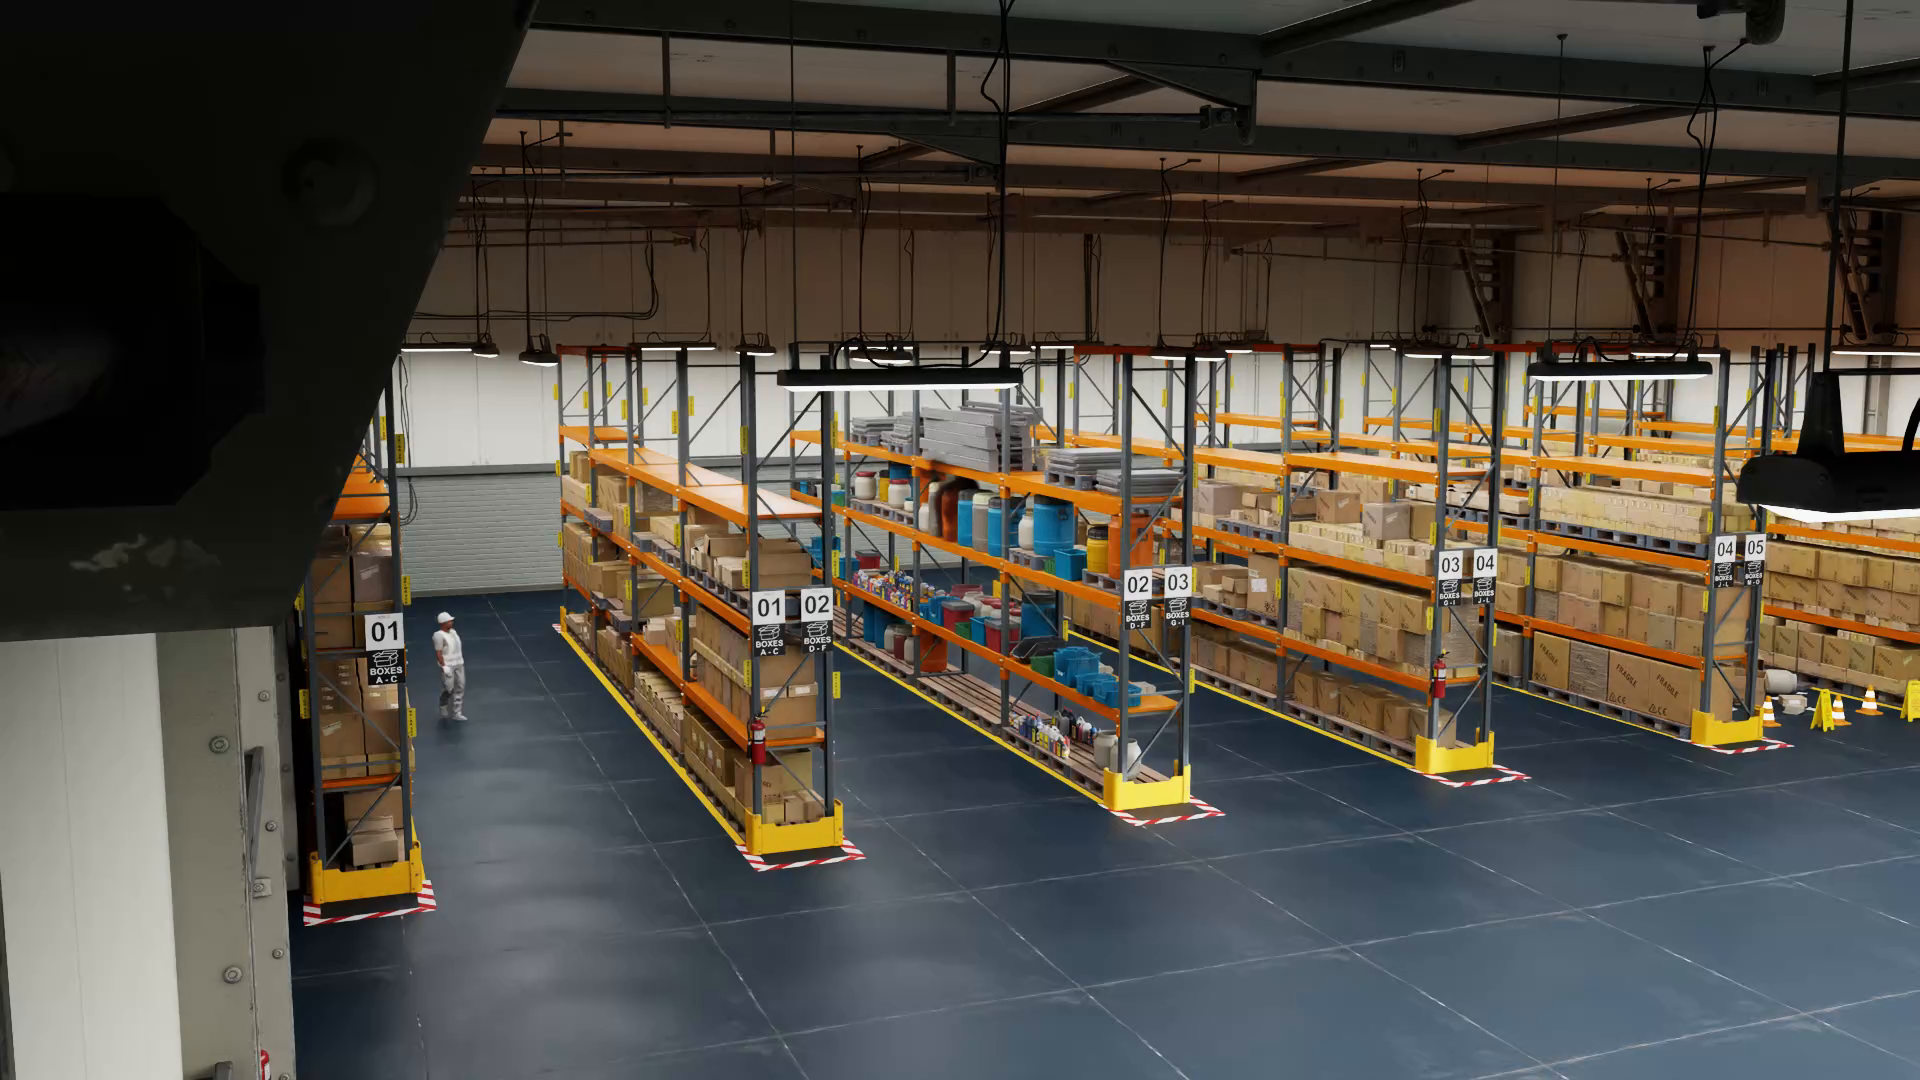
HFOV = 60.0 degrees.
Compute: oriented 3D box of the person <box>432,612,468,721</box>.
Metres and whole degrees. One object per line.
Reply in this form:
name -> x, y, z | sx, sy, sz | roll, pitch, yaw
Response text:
person -> -8.227, 2.046, 26.949 | 0.581, 1.769, 0.596 | 5, 9, 33
